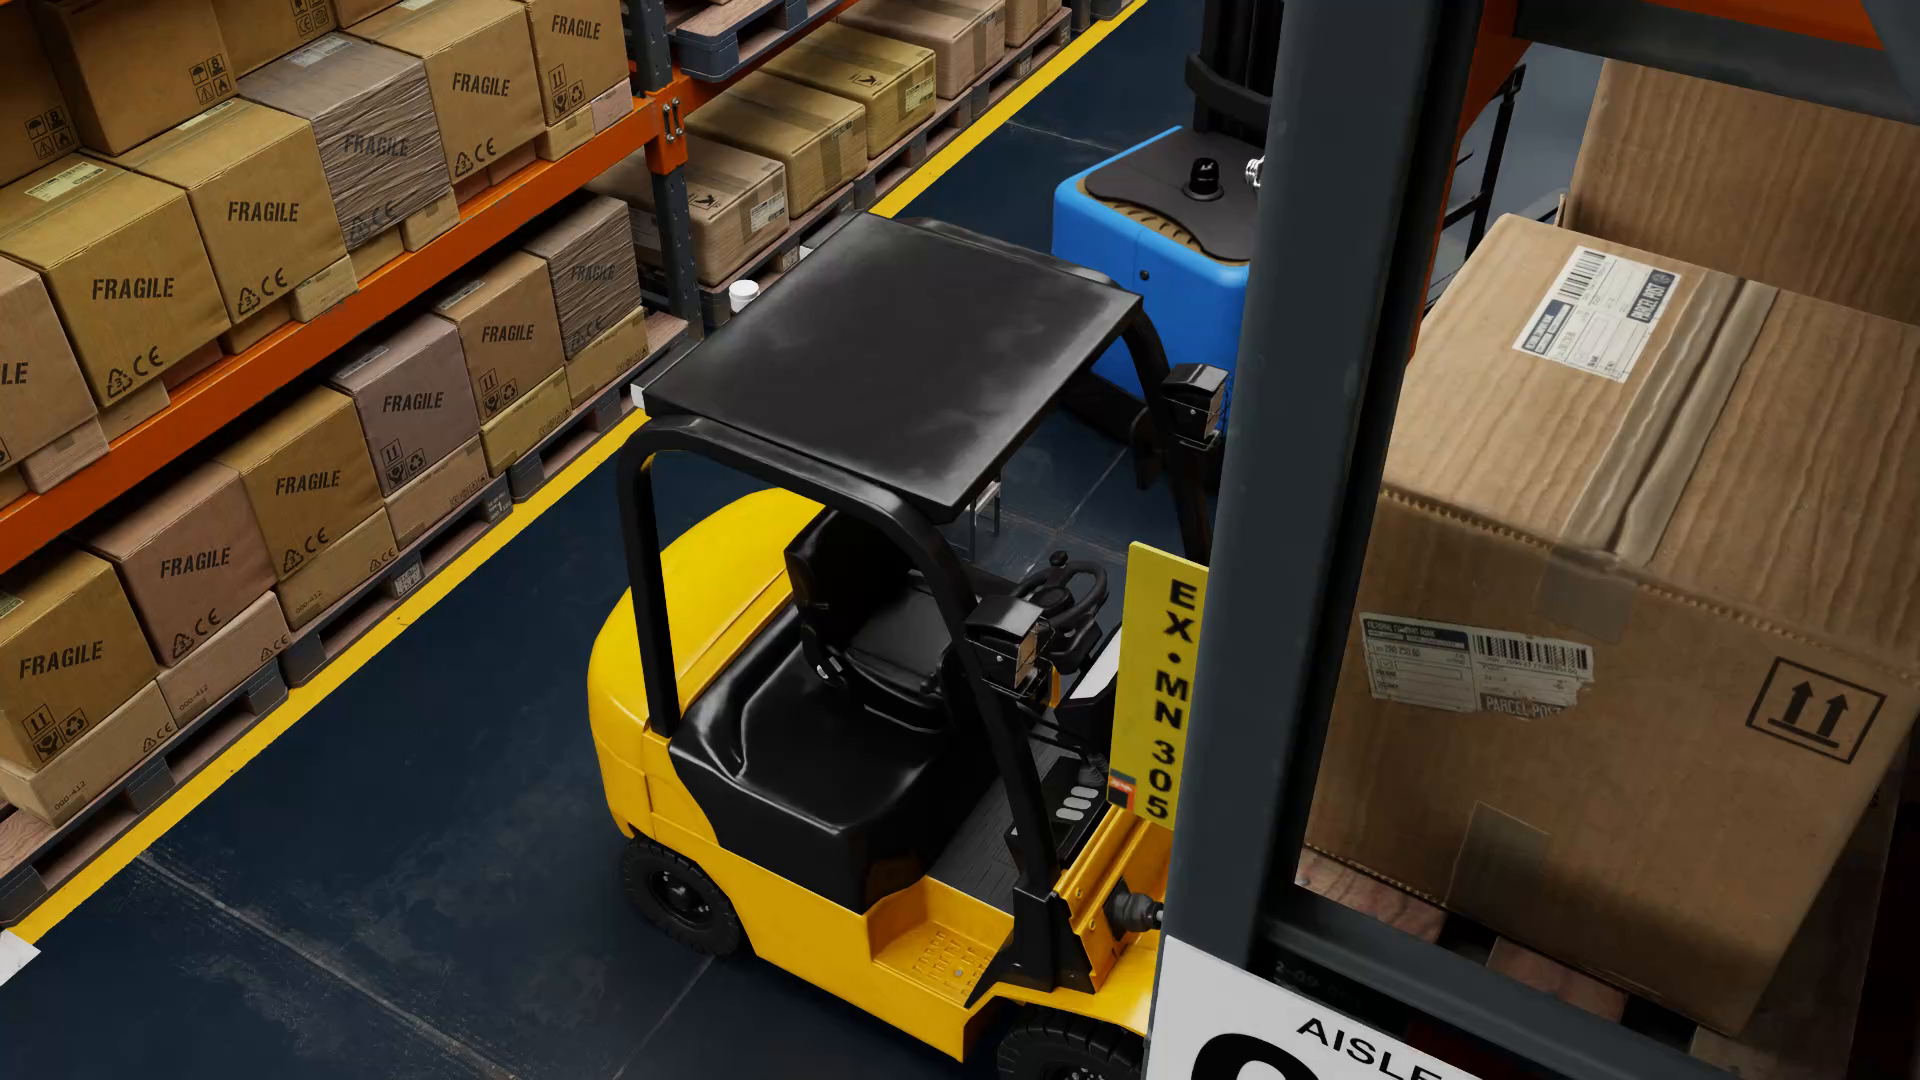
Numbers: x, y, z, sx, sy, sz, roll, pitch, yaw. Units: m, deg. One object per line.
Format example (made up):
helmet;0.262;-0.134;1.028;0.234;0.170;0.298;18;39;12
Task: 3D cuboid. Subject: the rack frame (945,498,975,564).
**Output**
rack frame;-0.047;-0.284;6.392;0.240;0.900;0.006;21;45;22

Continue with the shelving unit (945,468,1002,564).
shelving unit;0.004;-0.342;6.458;0.258;0.900;0.210;21;45;22

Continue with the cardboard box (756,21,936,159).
cardboard box;-0.689;-2.456;8.940;0.950;0.372;0.625;22;46;23

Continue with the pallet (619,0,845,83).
pallet;-1.144;-2.490;7.453;1.003;0.211;1.213;21;45;22

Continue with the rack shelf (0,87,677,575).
rack shelf;-2.654;-0.758;5.886;1.077;0.370;4.000;21;45;22

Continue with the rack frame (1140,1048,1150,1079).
rack frame;0.645;1.755;2.487;1.000;3.000;0.127;21;45;22

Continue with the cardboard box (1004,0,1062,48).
cardboard box;0.058;-3.313;9.913;0.950;0.372;0.625;18;44;19

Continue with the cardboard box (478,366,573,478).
cardboard box;-1.974;-0.563;6.883;0.500;0.250;0.500;20;45;21

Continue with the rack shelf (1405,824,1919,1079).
rack shelf;1.646;-0.245;3.033;1.077;0.370;4.000;21;45;22

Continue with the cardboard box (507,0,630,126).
cardboard box;-1.660;-1.985;6.434;0.500;0.500;0.500;20;45;21

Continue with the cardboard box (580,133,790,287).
cardboard box;-1.392;-1.645;8.019;0.950;0.372;0.625;21;46;23

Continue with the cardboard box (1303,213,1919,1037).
cardboard box;0.655;0.063;1.670;0.500;0.500;0.500;22;46;23

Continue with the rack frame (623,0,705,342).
rack frame;-1.653;-2.173;6.948;1.000;3.000;0.127;21;45;22

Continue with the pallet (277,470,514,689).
pallet;-2.568;-0.030;6.624;1.003;0.211;1.213;21;45;22

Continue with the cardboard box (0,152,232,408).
cardboard box;-2.667;-0.802;5.090;0.500;0.500;0.500;20;45;21

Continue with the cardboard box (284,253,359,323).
cardboard box;-2.307;-0.916;5.710;0.380;0.149;0.250;21;46;22

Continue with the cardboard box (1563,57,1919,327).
cardboard box;1.255;-0.490;2.298;0.700;0.500;0.500;21;46;22

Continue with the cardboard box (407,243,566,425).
cardboard box;-1.969;-0.861;6.653;0.500;0.500;0.500;22;46;23

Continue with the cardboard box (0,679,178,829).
cardboard box;-3.011;0.620;5.539;0.500;0.250;0.500;21;45;22

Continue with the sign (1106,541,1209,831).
sign;0.182;0.140;1.442;0.100;0.325;0.005;21;45;22

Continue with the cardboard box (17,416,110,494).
cardboard box;-2.821;-0.320;5.034;0.380;0.149;0.250;22;46;23

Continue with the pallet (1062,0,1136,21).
pallet;0.809;-3.841;10.952;1.003;0.211;1.213;21;45;22

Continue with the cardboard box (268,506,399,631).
cardboard box;-2.487;0.014;6.227;0.500;0.250;0.500;24;47;25

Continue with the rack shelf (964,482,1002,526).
rack shelf;0.004;-0.182;6.599;0.258;0.077;0.200;21;45;22

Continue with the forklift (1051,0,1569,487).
forklift;1.790;-2.174;7.000;3.031;2.935;1.130;-32;50;-31

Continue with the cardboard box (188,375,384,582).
cardboard box;-2.484;-0.260;5.971;0.500;0.500;0.500;22;46;23

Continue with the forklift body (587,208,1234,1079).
forklift body;0.014;0.386;4.685;2.313;2.155;1.214;21;45;22

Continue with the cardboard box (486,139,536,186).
cardboard box;-1.867;-1.525;6.403;0.380;0.149;0.250;21;46;22

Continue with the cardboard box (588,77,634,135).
cardboard box;-1.550;-1.794;6.707;0.380;0.149;0.250;20;45;22

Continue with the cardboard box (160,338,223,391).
cardboard box;-2.641;-0.650;5.409;0.380;0.149;0.250;22;46;23

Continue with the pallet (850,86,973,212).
pallet;-0.655;-2.273;9.171;1.003;0.211;1.213;21;45;22

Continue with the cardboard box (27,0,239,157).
cardboard box;-2.792;-1.625;5.269;0.700;0.500;0.500;21;45;22

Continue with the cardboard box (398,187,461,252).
cardboard box;-2.055;-1.211;6.046;0.380;0.149;0.250;20;45;21

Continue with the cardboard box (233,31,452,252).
cardboard box;-2.167;-1.390;5.758;0.500;0.500;0.500;22;46;23

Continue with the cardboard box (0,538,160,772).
cardboard box;-3.000;0.325;5.307;0.500;0.500;0.500;19;45;21

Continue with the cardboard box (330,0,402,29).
cardboard box;-2.335;-2.232;5.958;0.700;0.500;0.500;21;46;22
